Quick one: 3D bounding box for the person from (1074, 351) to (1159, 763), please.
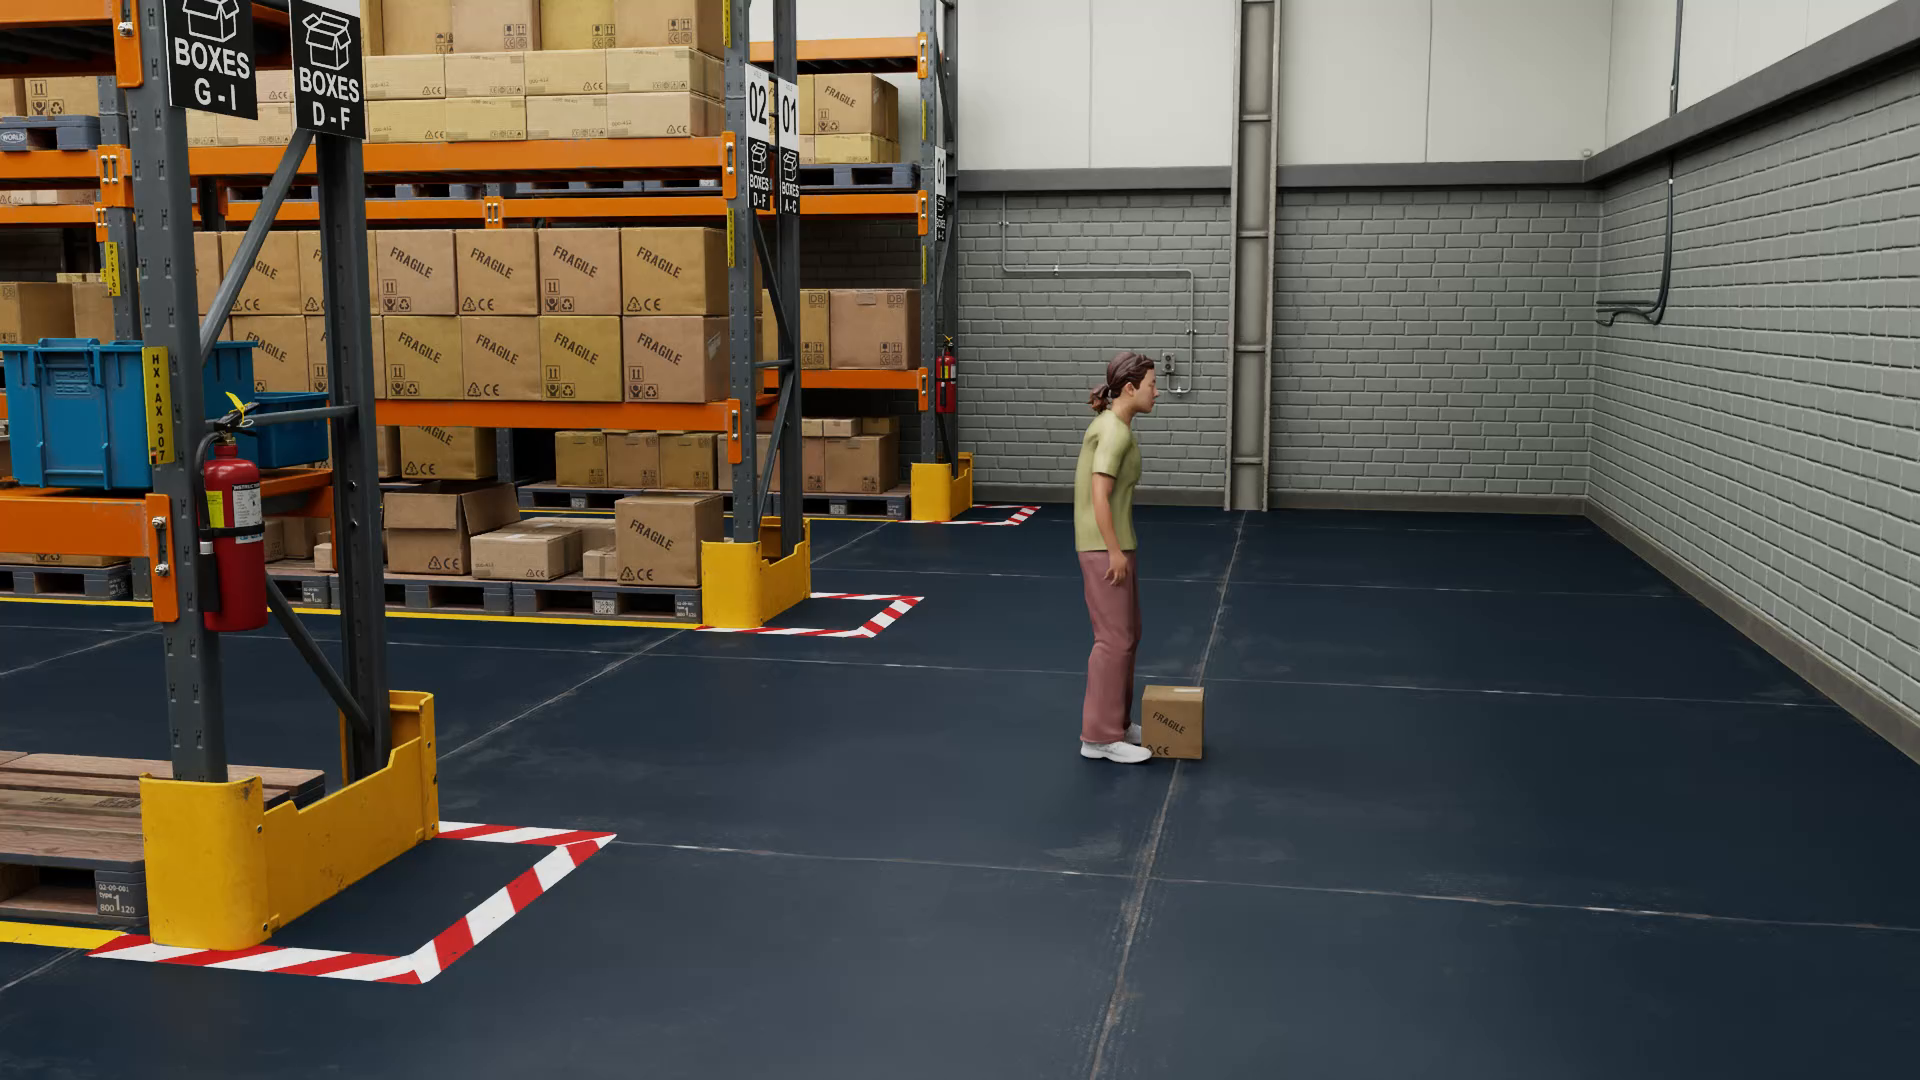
[{"bbox_3d":[0.656,0.054,6.942,0.359,1.672,0.521,1,8,8],"label":"person"}]
